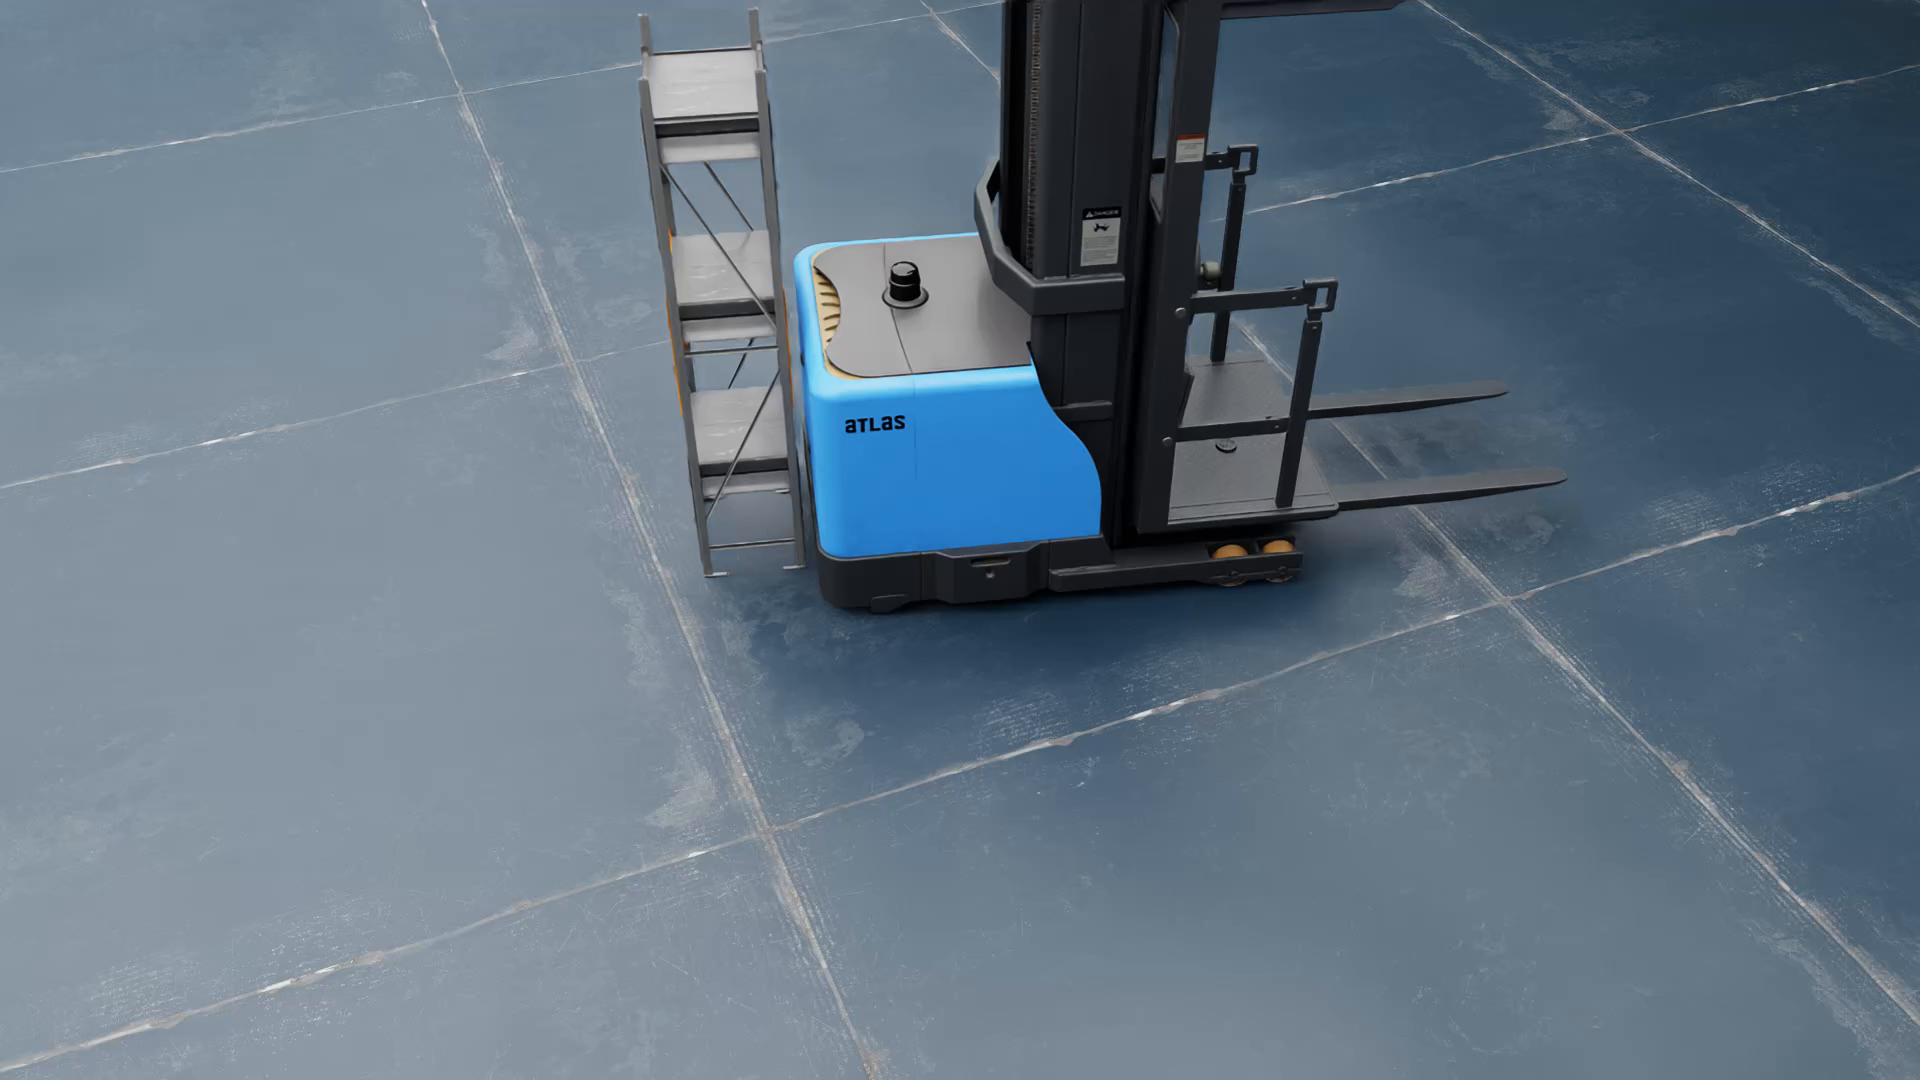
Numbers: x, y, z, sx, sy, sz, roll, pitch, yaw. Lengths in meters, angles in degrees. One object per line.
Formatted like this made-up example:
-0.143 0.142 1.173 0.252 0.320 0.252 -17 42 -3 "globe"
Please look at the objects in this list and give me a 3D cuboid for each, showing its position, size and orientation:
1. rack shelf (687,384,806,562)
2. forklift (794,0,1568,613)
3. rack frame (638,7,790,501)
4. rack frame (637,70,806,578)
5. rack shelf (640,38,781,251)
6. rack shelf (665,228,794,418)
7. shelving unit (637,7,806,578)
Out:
-0.847 -0.284 6.564 0.431 0.518 0.480 -5 41 -6 "rack shelf"
0.904 -1.266 5.974 3.031 2.935 1.130 -5 41 -6 "forklift"
-0.881 -0.982 6.282 0.400 2.100 0.015 -5 41 -6 "rack frame"
-0.813 -0.667 5.916 0.400 2.100 0.015 -5 41 -6 "rack frame"
-0.847 -1.345 5.651 0.431 0.518 0.480 -5 41 -6 "rack shelf"
-0.847 -0.814 6.108 0.431 0.518 0.480 -5 41 -6 "rack shelf"
-0.847 -0.825 6.099 0.431 2.100 0.503 -5 41 -6 "shelving unit"
